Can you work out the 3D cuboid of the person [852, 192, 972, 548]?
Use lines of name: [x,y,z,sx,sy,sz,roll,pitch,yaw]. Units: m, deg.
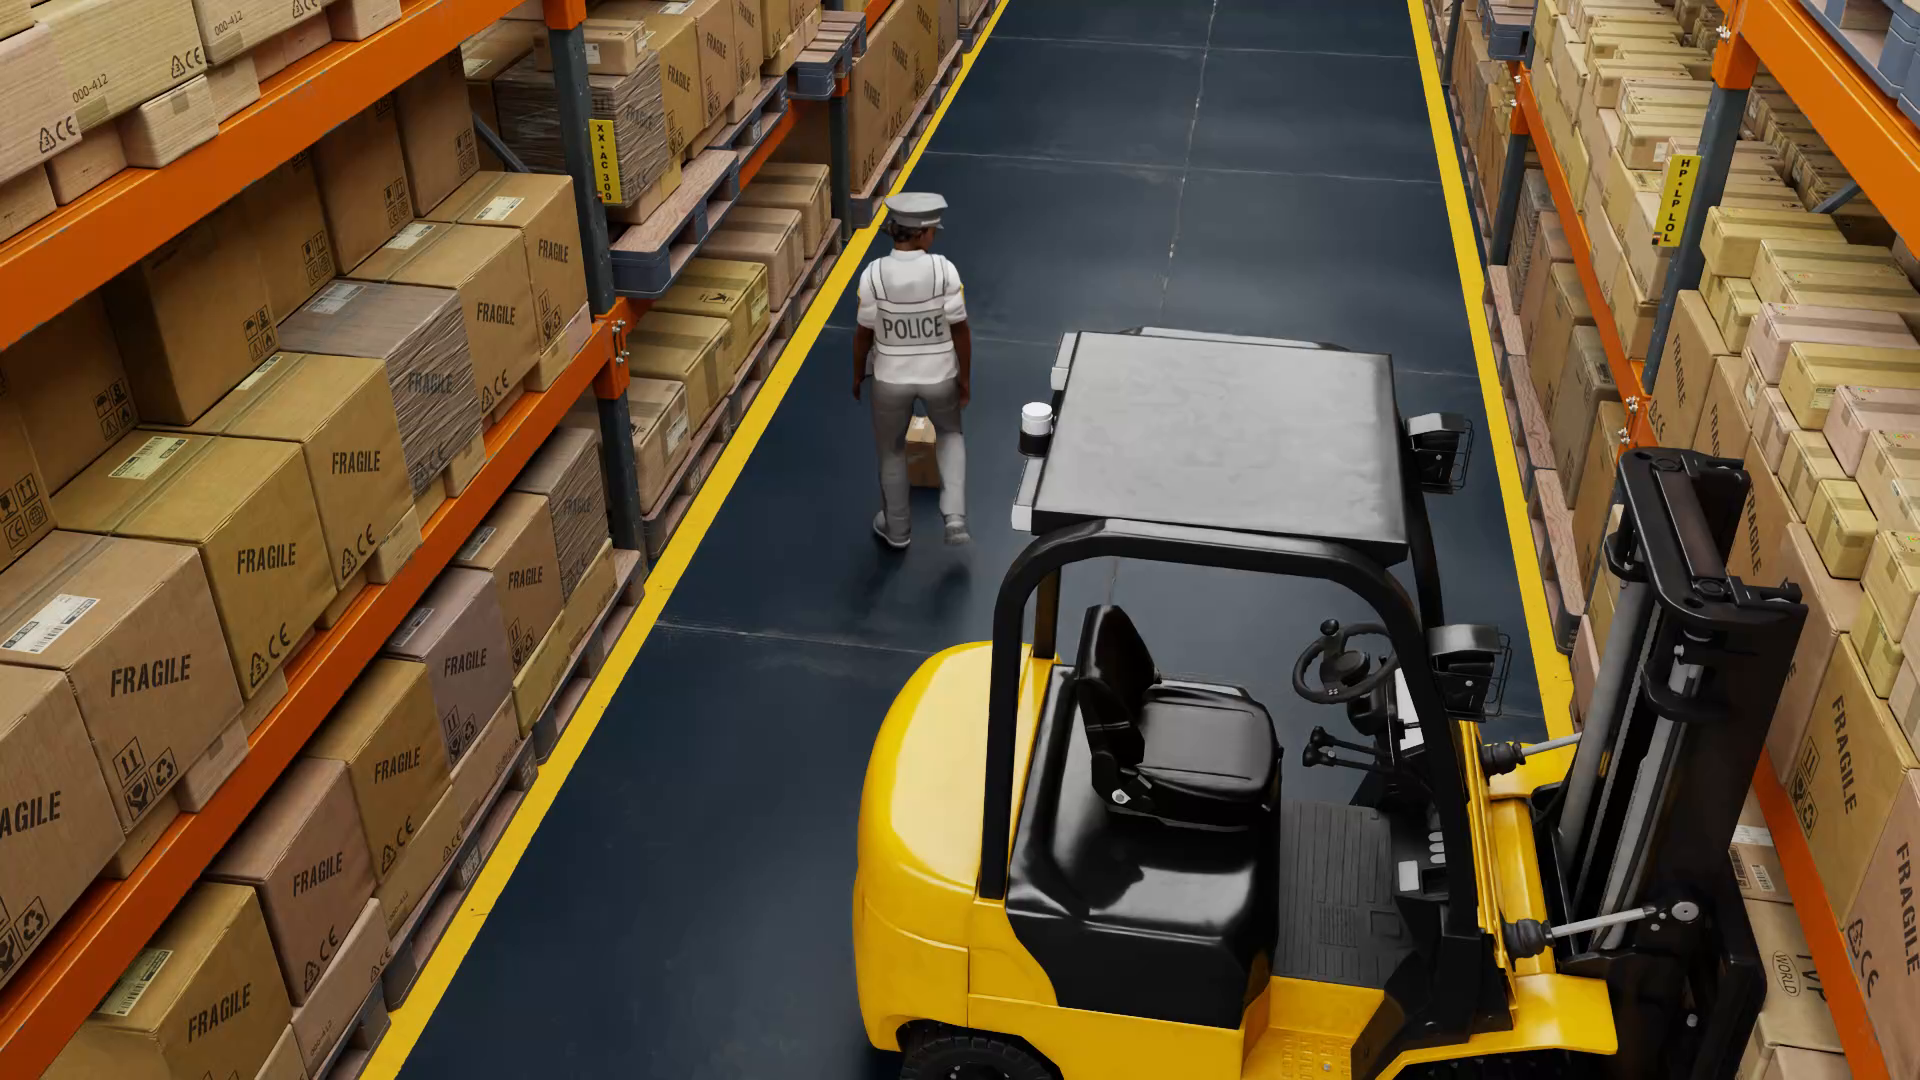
person: [-0.203,-0.674,7.157,0.500,1.655,0.498,-5,33,-8]
